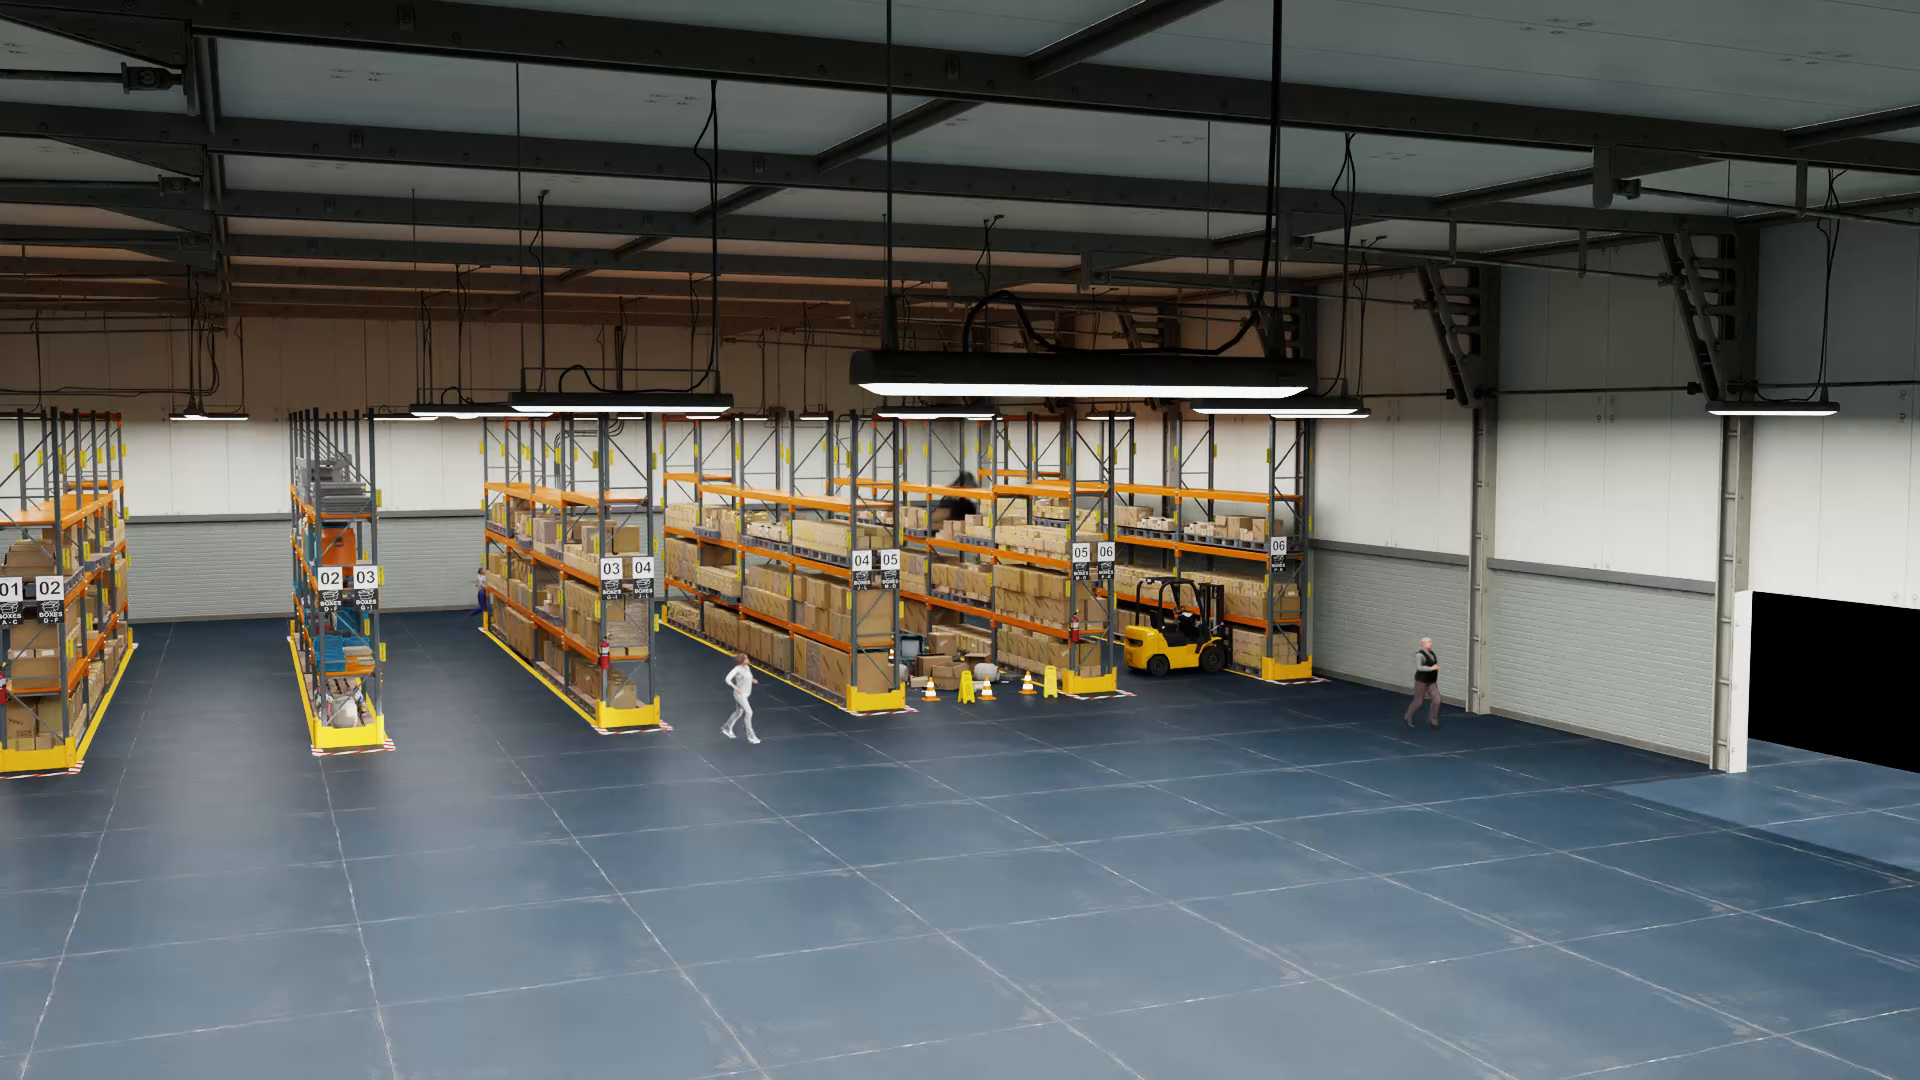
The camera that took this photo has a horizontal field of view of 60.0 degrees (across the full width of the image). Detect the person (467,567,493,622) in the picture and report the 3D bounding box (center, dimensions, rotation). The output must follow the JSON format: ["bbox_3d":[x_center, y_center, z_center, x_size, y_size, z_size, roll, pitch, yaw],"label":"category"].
[{"bbox_3d":[-13.611,1.581,47.416,0.872,1.624,0.620,-1,4,-15],"label":"person"}]

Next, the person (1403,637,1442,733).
[{"bbox_3d":[8.635,2.695,30.926,0.645,1.795,0.808,-3,5,-36],"label":"person"}]

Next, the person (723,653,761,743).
[{"bbox_3d":[-3.929,2.819,29.799,0.773,1.614,0.539,1,4,14],"label":"person"}]
